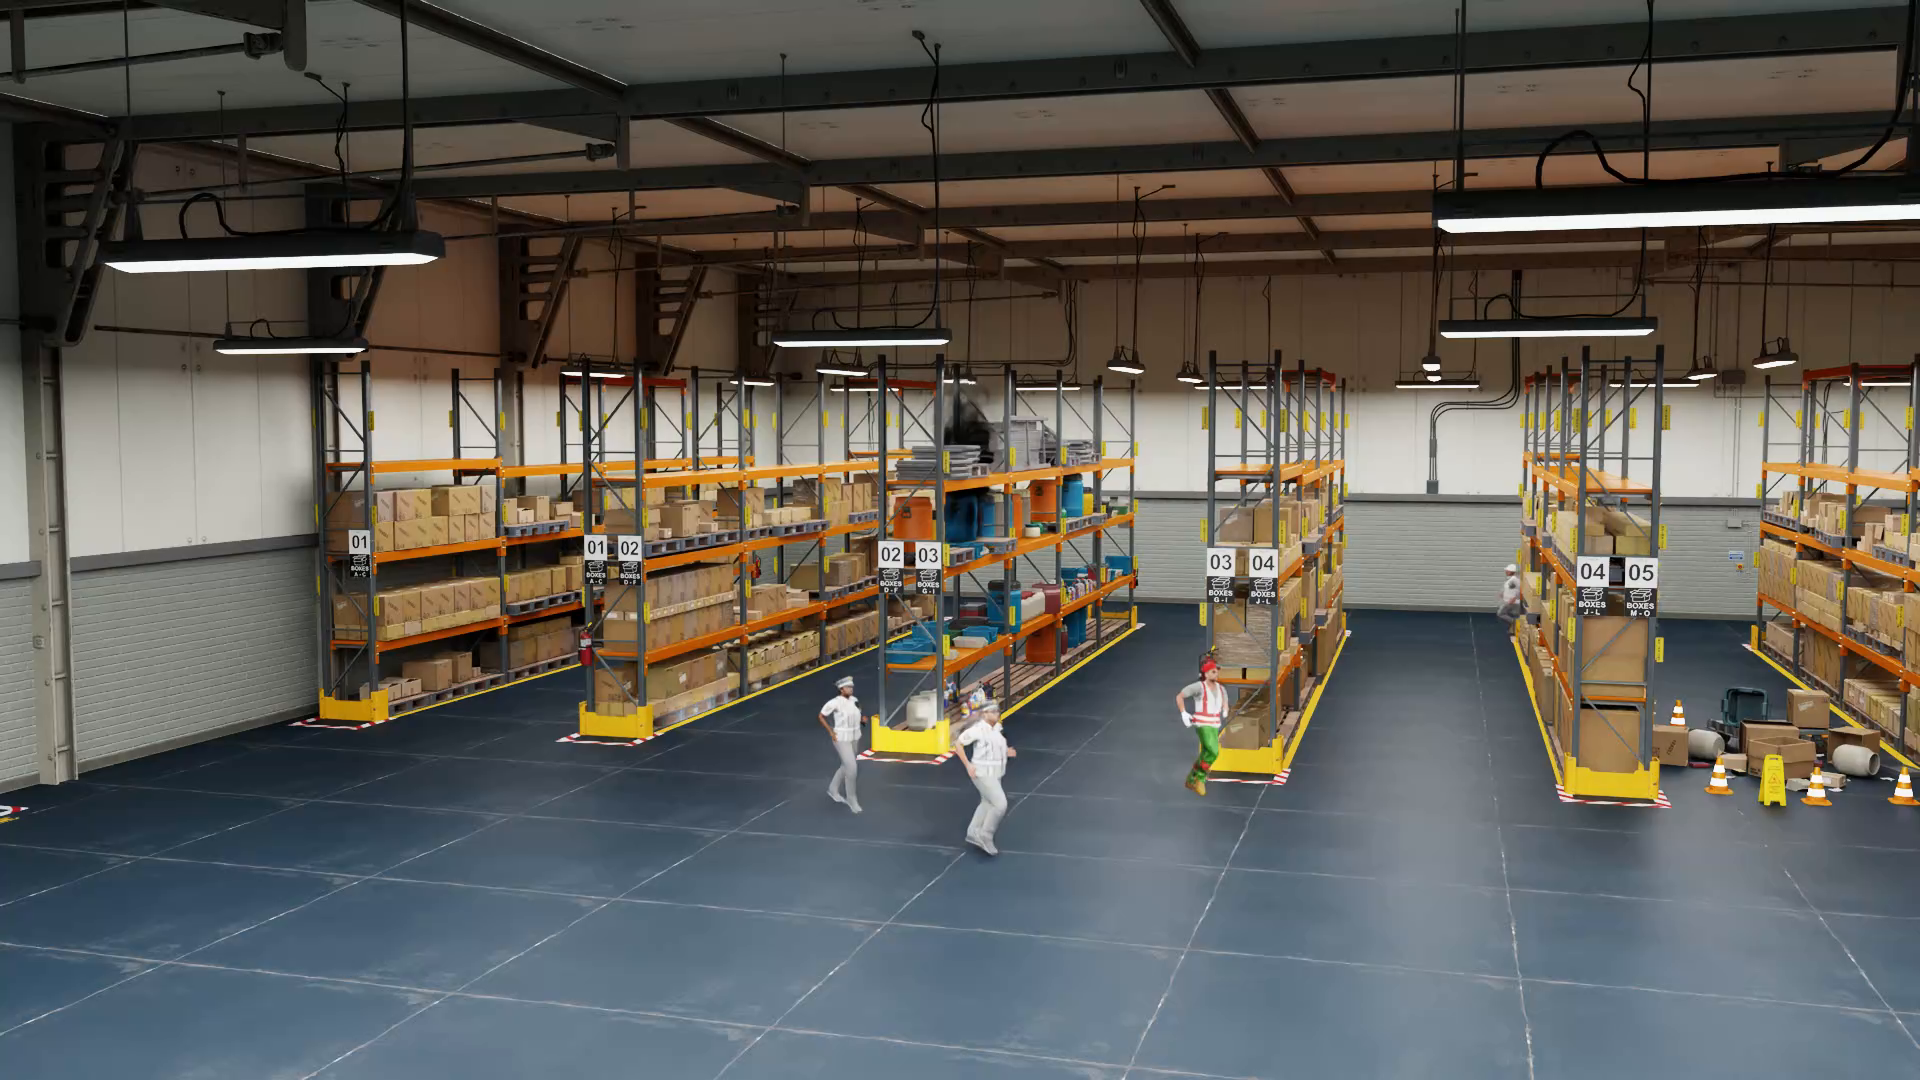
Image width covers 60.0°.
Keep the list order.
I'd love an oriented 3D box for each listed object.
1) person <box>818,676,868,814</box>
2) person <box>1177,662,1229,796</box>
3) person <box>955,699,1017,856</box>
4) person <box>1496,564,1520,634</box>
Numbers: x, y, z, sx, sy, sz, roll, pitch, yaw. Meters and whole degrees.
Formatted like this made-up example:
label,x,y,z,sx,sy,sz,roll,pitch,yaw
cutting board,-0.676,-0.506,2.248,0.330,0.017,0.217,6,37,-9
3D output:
label,x,y,z,sx,sy,sz,roll,pitch,yaw
person,-1.478,2.619,21.467,0.725,1.754,0.558,3,5,38
person,3.339,2.526,22.388,0.687,1.769,0.631,-3,5,-39
person,0.353,2.744,19.331,0.694,1.811,0.646,2,5,31
person,12.847,1.394,38.922,0.535,1.680,0.783,1,4,9
